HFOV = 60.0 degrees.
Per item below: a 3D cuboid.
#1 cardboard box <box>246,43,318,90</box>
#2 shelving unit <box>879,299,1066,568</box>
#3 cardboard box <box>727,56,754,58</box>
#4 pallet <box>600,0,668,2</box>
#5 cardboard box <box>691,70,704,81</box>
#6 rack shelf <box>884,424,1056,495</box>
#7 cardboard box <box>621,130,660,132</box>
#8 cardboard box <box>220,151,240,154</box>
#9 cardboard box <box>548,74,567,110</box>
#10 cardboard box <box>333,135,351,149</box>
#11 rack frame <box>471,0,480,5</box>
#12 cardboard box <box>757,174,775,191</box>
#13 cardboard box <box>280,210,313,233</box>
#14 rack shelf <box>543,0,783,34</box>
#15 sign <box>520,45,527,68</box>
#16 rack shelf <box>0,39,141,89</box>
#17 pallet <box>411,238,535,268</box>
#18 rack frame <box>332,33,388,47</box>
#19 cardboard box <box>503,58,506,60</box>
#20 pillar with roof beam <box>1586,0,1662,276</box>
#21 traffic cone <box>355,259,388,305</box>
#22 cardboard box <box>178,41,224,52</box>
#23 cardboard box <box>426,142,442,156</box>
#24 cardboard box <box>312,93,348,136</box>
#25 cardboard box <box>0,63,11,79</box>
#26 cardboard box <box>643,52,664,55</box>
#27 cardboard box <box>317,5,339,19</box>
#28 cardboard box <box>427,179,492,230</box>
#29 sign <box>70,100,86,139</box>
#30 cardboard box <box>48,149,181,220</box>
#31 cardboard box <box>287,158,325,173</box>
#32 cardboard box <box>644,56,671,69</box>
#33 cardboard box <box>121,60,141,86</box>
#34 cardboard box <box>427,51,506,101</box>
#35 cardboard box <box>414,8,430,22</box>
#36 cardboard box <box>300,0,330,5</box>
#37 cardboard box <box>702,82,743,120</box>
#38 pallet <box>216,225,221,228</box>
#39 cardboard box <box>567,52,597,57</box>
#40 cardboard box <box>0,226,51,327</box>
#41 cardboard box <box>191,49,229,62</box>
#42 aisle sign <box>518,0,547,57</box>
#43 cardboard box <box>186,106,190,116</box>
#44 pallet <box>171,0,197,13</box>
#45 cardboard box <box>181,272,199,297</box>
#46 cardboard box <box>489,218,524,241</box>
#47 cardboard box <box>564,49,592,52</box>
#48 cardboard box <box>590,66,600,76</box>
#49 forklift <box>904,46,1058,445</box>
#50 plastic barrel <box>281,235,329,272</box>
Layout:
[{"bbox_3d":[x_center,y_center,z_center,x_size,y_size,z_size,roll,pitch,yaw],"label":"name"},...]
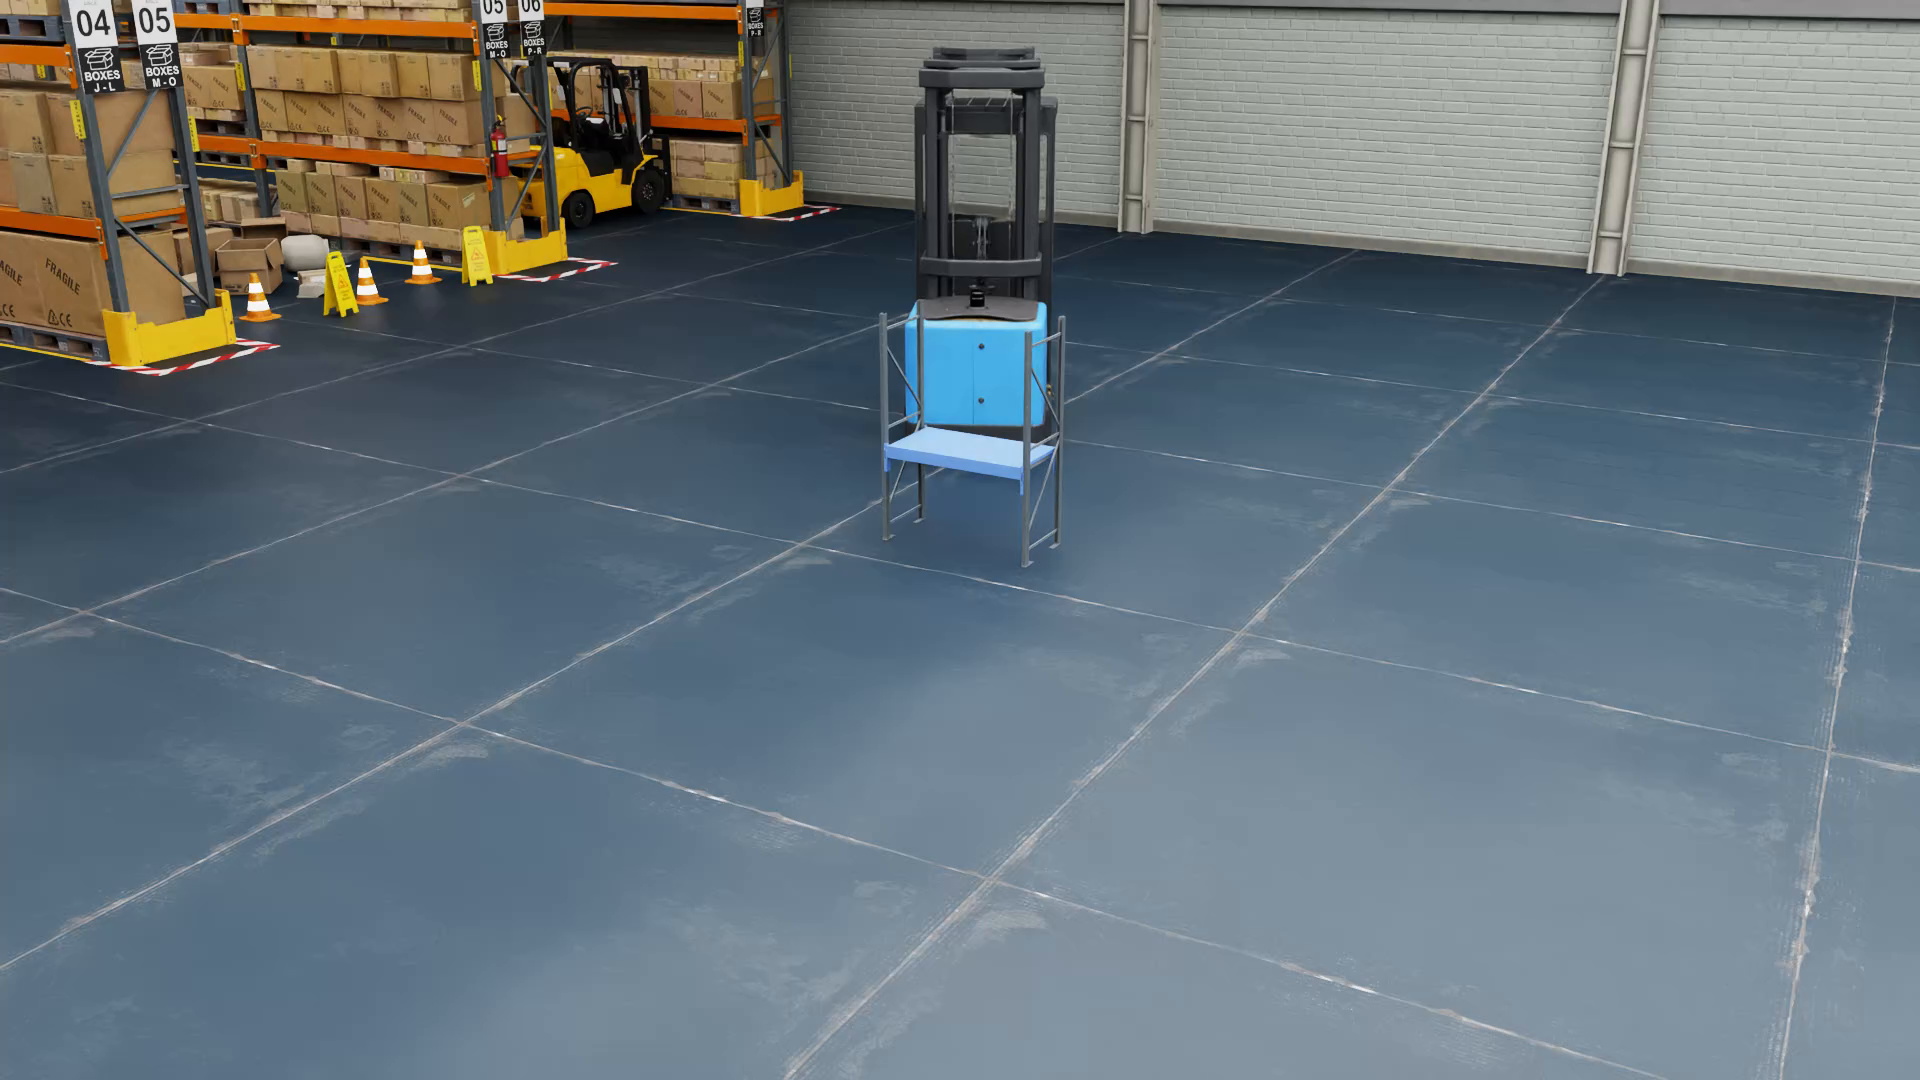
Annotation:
[{"bbox_3d":[-8.350,-5.868,20.595,0.500,0.500,0.700,11,22,27],"label":"cardboard box"},{"bbox_3d":[0.074,-0.691,10.570,1.048,1.500,0.538,11,23,27],"label":"shelving unit"},{"bbox_3d":[-3.109,-6.836,23.779,0.250,0.149,0.380,12,23,29],"label":"cardboard box"},{"bbox_3d":[-4.393,-7.859,23.862,1.213,0.211,1.003,11,23,27],"label":"pallet"},{"bbox_3d":[-3.592,-6.584,23.518,0.250,0.149,0.380,11,23,28],"label":"cardboard box"},{"bbox_3d":[0.074,-0.522,10.632,1.000,0.185,0.538,11,23,27],"label":"rack shelf"},{"bbox_3d":[-4.802,-6.010,24.985,0.500,0.250,0.500,11,23,28],"label":"cardboard box"},{"bbox_3d":[-12.413,-6.947,28.668,0.500,0.500,0.500,10,22,27],"label":"cardboard box"},{"bbox_3d":[-5.951,-6.723,24.854,0.500,0.500,0.500,10,22,26],"label":"cardboard box"},{"bbox_3d":[-7.398,-4.868,20.254,0.250,0.149,0.380,11,23,28],"label":"cardboard box"},{"bbox_3d":[-5.136,-7.504,18.356,0.127,3.000,1.000,11,23,27],"label":"rack frame"},{"bbox_3d":[-3.052,-5.207,24.237,0.500,0.250,0.500,11,23,28],"label":"cardboard box"},{"bbox_3d":[-8.245,-4.076,21.118,0.500,0.250,0.500,10,22,25],"label":"cardboard box"},{"bbox_3d":[-4.465,-7.567,23.983,4.000,0.370,1.077,11,23,27],"label":"rack shelf"},{"bbox_3d":[-6.467,-7.171,24.655,0.005,0.325,0.100,11,23,27],"label":"sign"},{"bbox_3d":[-9.208,-4.598,15.798,4.000,0.370,1.077,11,23,27],"label":"rack shelf"},{"bbox_3d":[-5.895,-3.531,20.291,1.213,0.211,1.003,11,23,27],"label":"pallet"},{"bbox_3d":[-9.703,-7.493,27.122,0.127,3.000,1.000,11,23,27],"label":"rack frame"},{"bbox_3d":[-7.039,-7.264,25.394,0.250,0.149,0.380,11,23,27],"label":"cardboard box"},{"bbox_3d":[5.490,-6.089,14.456,0.400,9.000,9.100,11,23,27],"label":"pillar with roof beam"},{"bbox_3d":[-6.385,-2.792,17.883,0.334,0.463,0.336,11,23,27],"label":"traffic cone"},{"bbox_3d":[-12.882,-8.255,28.462,0.500,0.500,0.700,11,23,29],"label":"cardboard box"},{"bbox_3d":[-6.056,-4.623,19.578,0.250,0.149,0.380,10,22,26],"label":"cardboard box"},{"bbox_3d":[-7.499,-5.216,20.263,0.500,0.500,0.500,11,22,27],"label":"cardboard box"},{"bbox_3d":[-13.151,-6.622,23.110,0.500,0.500,0.500,11,23,28],"label":"cardboard box"},{"bbox_3d":[-4.477,-7.082,24.456,0.250,0.149,0.380,12,23,29],"label":"cardboard box"},{"bbox_3d":[-7.393,-6.276,19.737,0.250,0.149,0.380,10,22,26],"label":"cardboard box"},{"bbox_3d":[-5.963,-3.997,19.802,0.500,0.500,0.500,11,23,28],"label":"cardboard box"},{"bbox_3d":[-7.739,-3.690,14.594,0.005,0.325,0.100,11,23,27],"label":"sign"},{"bbox_3d":[-7.808,-3.312,15.378,0.550,0.550,0.875,11,23,27],"label":"cardboard box"},{"bbox_3d":[-8.165,-4.694,20.773,0.250,0.149,0.380,11,23,28],"label":"cardboard box"},{"bbox_3d":[-4.297,-6.833,23.770,0.250,0.149,0.380,11,23,28],"label":"cardboard box"},{"bbox_3d":[-10.915,-6.084,22.040,0.500,0.500,0.500,11,23,28],"label":"cardboard box"},{"bbox_3d":[-5.689,-5.361,19.196,0.500,0.500,0.700,10,22,26],"label":"cardboard box"},{"bbox_3d":[-6.033,-6.038,19.081,0.250,0.149,0.380,12,23,29],"label":"cardboard box"},{"bbox_3d":[-7.492,-6.504,19.781,0.500,0.250,0.500,11,23,28],"label":"cardboard box"},{"bbox_3d":[-3.276,-6.213,23.448,0.500,0.500,0.500,10,22,26],"label":"cardboard box"},{"bbox_3d":[-10.378,-4.370,22.603,1.213,0.211,1.003,11,23,27],"label":"pallet"},{"bbox_3d":[-5.578,-7.122,24.565,0.250,0.149,0.380,10,22,26],"label":"cardboard box"},{"bbox_3d":[-8.856,-2.631,16.219,0.875,0.875,0.875,10,22,26],"label":"cardboard box"},{"bbox_3d":[-9.865,-6.372,21.882,0.250,0.149,0.380,12,23,30],"label":"cardboard box"},{"bbox_3d":[-4.931,-5.988,19.162,0.004,0.787,0.394,11,23,27],"label":"aisle sign"},{"bbox_3d":[-9.900,-5.555,21.531,0.250,0.149,0.380,11,23,28],"label":"cardboard box"},{"bbox_3d":[-10.022,-6.977,21.577,1.003,0.211,1.213,11,23,27],"label":"pallet"},{"bbox_3d":[-8.555,-2.836,18.294,0.258,0.266,0.396,16,25,36],"label":"cardboard box"},{"bbox_3d":[-5.706,-3.805,20.373,0.500,0.250,0.500,11,22,27],"label":"cardboard box"},{"bbox_3d":[-5.785,-7.356,25.212,0.250,0.149,0.380,11,23,27],"label":"cardboard box"},{"bbox_3d":[-5.185,-6.863,24.289,0.250,0.149,0.380,11,22,27],"label":"cardboard box"},{"bbox_3d":[0.210,-2.449,13.317,1.130,2.935,3.031,1,20,4],"label":"forklift"},{"bbox_3d":[-7.678,-3.366,19.523,0.512,0.421,0.421,-7,21,-20],"label":"plastic barrel"}]
